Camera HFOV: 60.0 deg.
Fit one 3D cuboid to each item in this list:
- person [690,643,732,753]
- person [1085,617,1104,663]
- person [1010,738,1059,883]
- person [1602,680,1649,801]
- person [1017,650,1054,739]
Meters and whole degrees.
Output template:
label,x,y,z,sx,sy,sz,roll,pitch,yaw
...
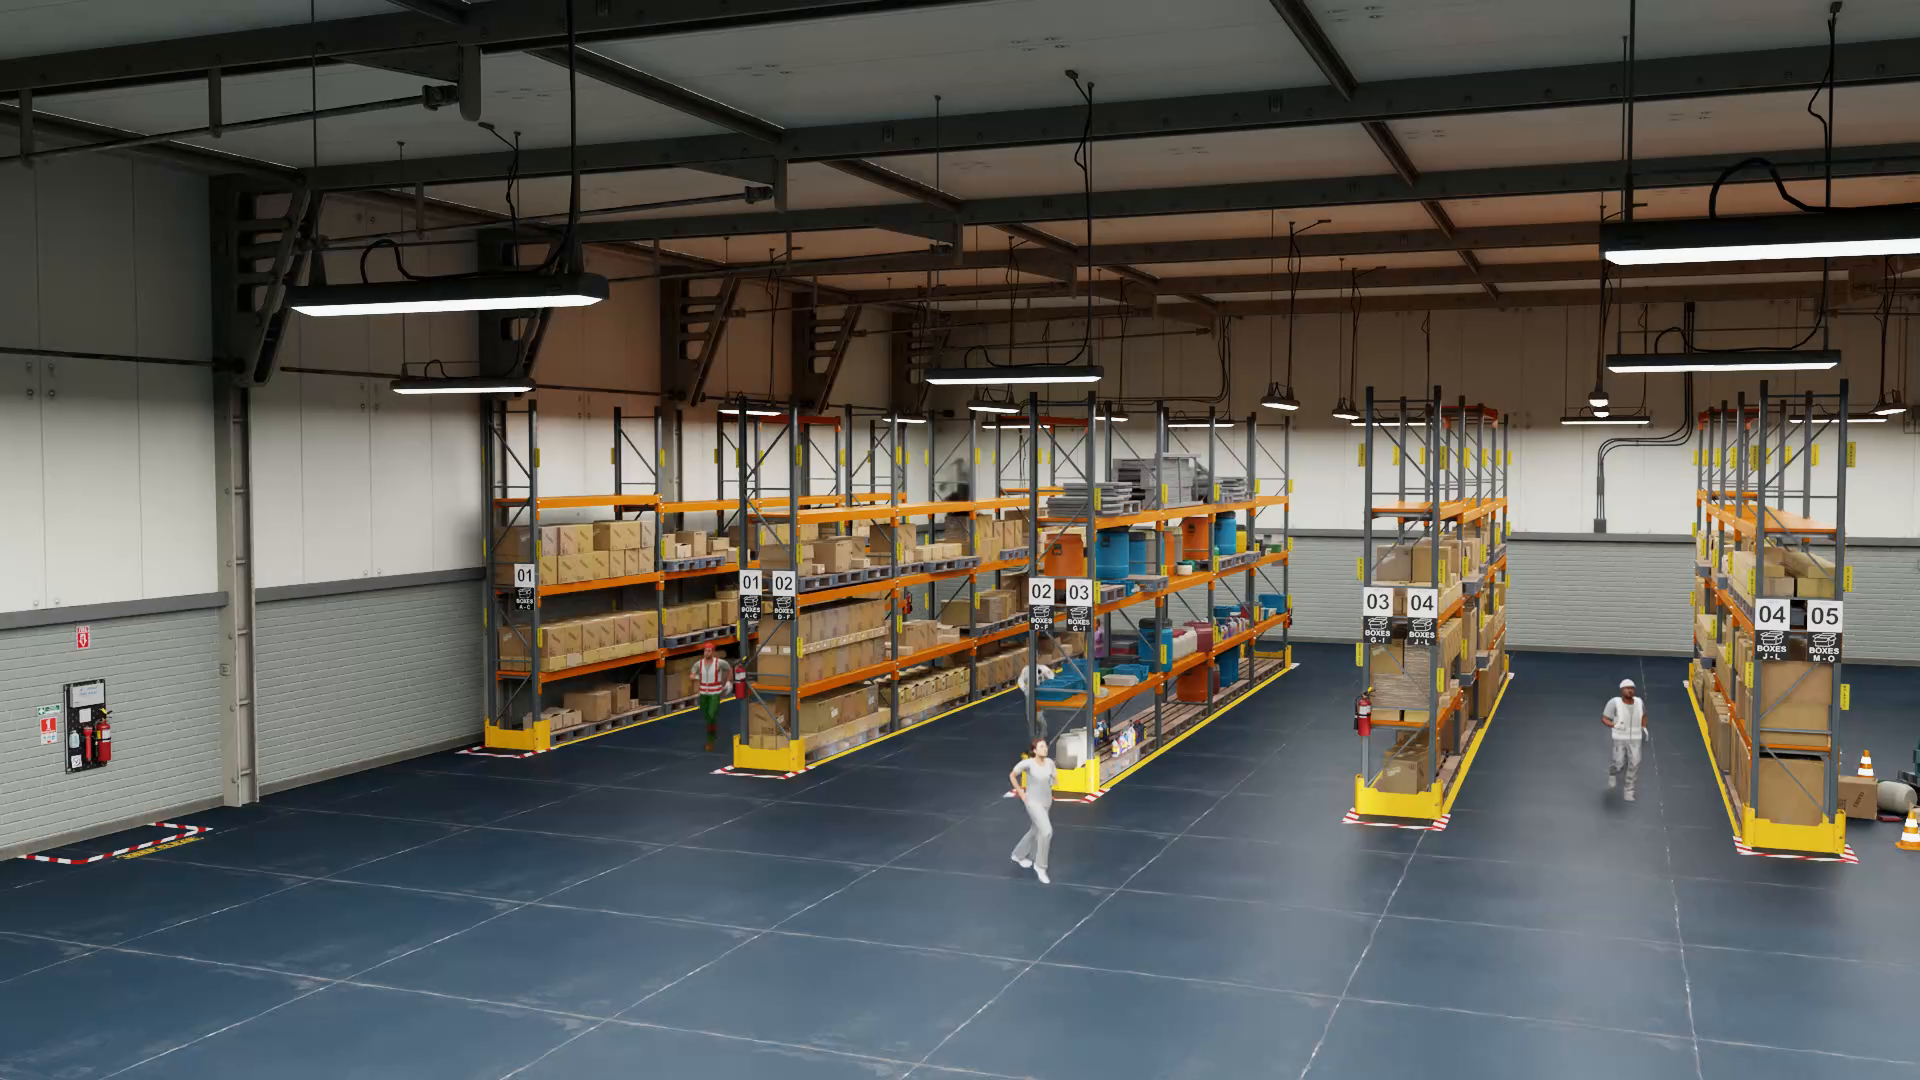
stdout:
label,x,y,z,sx,sy,sz,roll,pitch,yaw
person,-4.306,2.681,28.645,0.662,1.846,0.836,1,3,13
person,2.650,2.306,32.728,0.521,1.585,0.596,1,3,24
person,0.898,3.200,19.914,0.545,1.707,0.787,-2,4,-40
person,9.777,2.916,24.433,0.691,1.750,0.764,0,3,3
person,1.299,2.735,29.031,0.668,1.668,0.526,1,3,23
